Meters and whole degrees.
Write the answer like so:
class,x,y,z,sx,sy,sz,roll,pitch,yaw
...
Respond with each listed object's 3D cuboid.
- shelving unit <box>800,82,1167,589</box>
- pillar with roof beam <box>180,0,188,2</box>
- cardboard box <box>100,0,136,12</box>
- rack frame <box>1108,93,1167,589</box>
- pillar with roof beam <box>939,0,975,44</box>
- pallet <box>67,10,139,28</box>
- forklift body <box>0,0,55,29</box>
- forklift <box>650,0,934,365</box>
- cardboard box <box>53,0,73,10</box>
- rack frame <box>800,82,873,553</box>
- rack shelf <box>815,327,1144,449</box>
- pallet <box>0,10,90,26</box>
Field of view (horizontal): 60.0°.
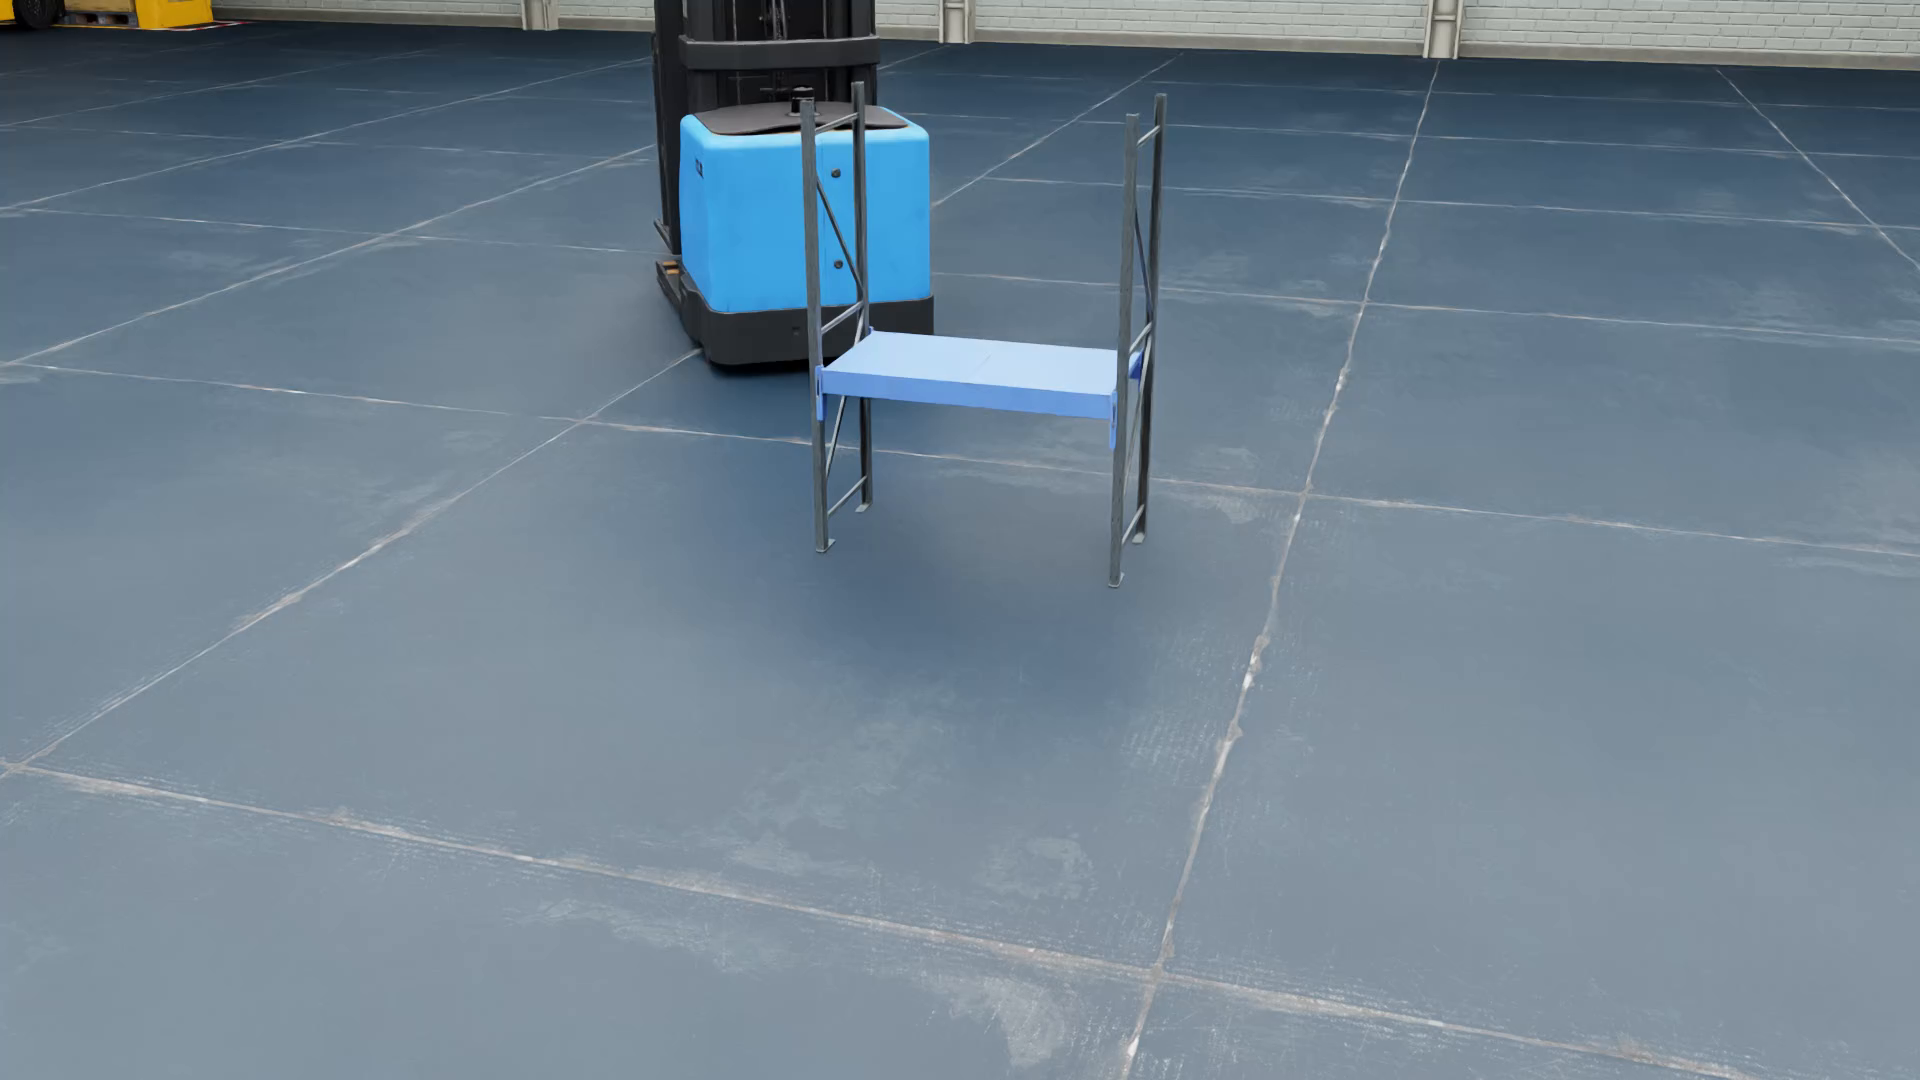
class,x,y,z,sx,sy,sz,roll,pitch,yaw
shelving unit,0.082,-0.685,5.463,1.048,1.500,0.538,7,23,16
pillar with roof beam,-12.769,-10.309,19.043,0.400,9.000,9.100,7,23,16
cardboard box,-11.660,-7.552,23.299,0.500,0.250,0.500,7,23,16
rack frame,0.568,-0.629,5.327,0.032,1.500,0.500,7,23,16
pillar with roof beam,-1.281,-8.993,15.836,0.400,9.000,9.100,7,23,16
pallet,-11.864,-7.472,23.707,1.213,0.211,1.003,7,23,16
forklift body,-13.462,-7.846,22.063,1.214,2.155,2.313,7,23,16
forklift,-1.029,-2.677,8.435,1.130,2.935,3.031,-6,23,-15
cardboard box,-12.610,-7.668,23.582,0.500,0.250,0.500,7,23,16
rack frame,-0.405,-0.740,5.598,0.032,1.500,0.500,7,23,16
rack shelf,0.082,-0.518,5.531,1.000,0.185,0.538,7,23,16
pallet,-13.028,-7.606,24.035,1.213,0.211,1.003,7,23,15
